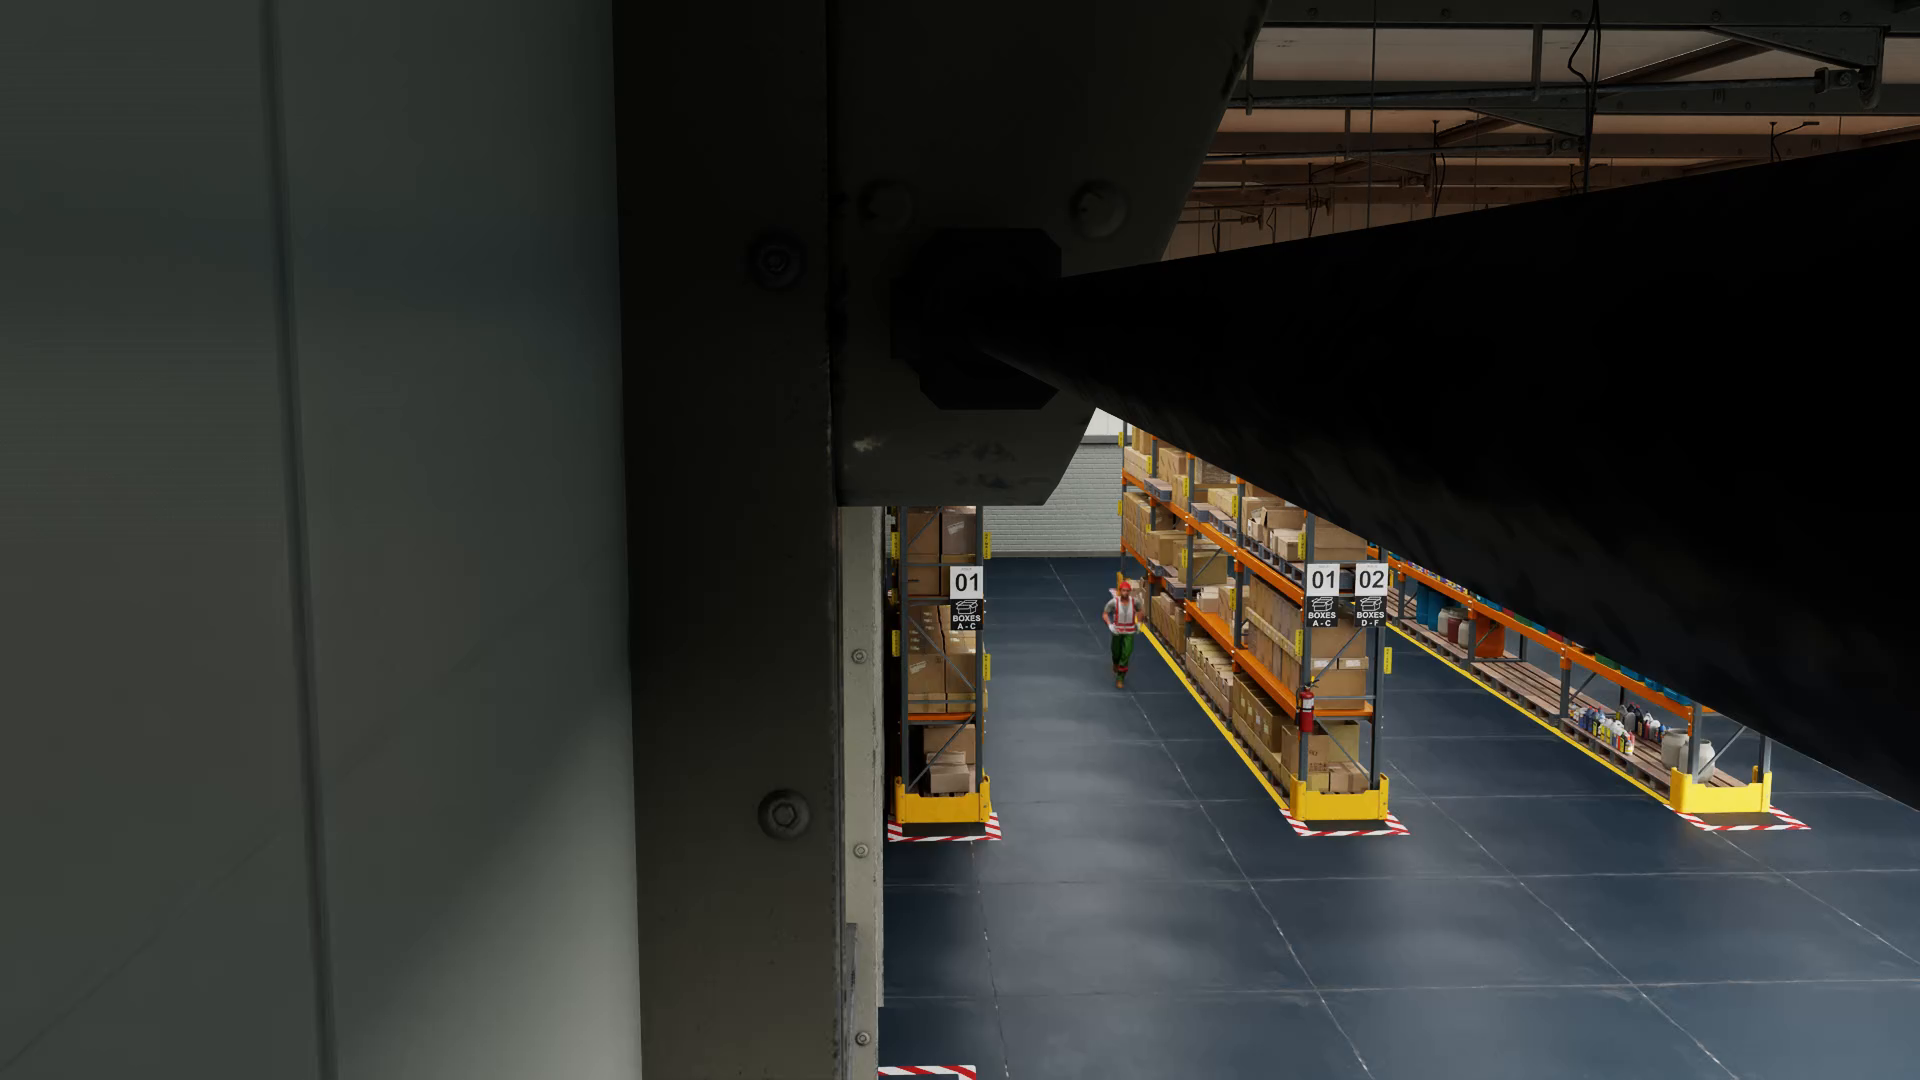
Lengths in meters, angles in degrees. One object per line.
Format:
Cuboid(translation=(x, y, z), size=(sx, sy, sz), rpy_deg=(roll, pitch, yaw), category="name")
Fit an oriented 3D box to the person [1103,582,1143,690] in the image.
Cuboid(translation=(2.730, 1.560, 27.893), size=(0.683, 1.764, 0.873), rpy_deg=(0, 8, -2), category="person")
